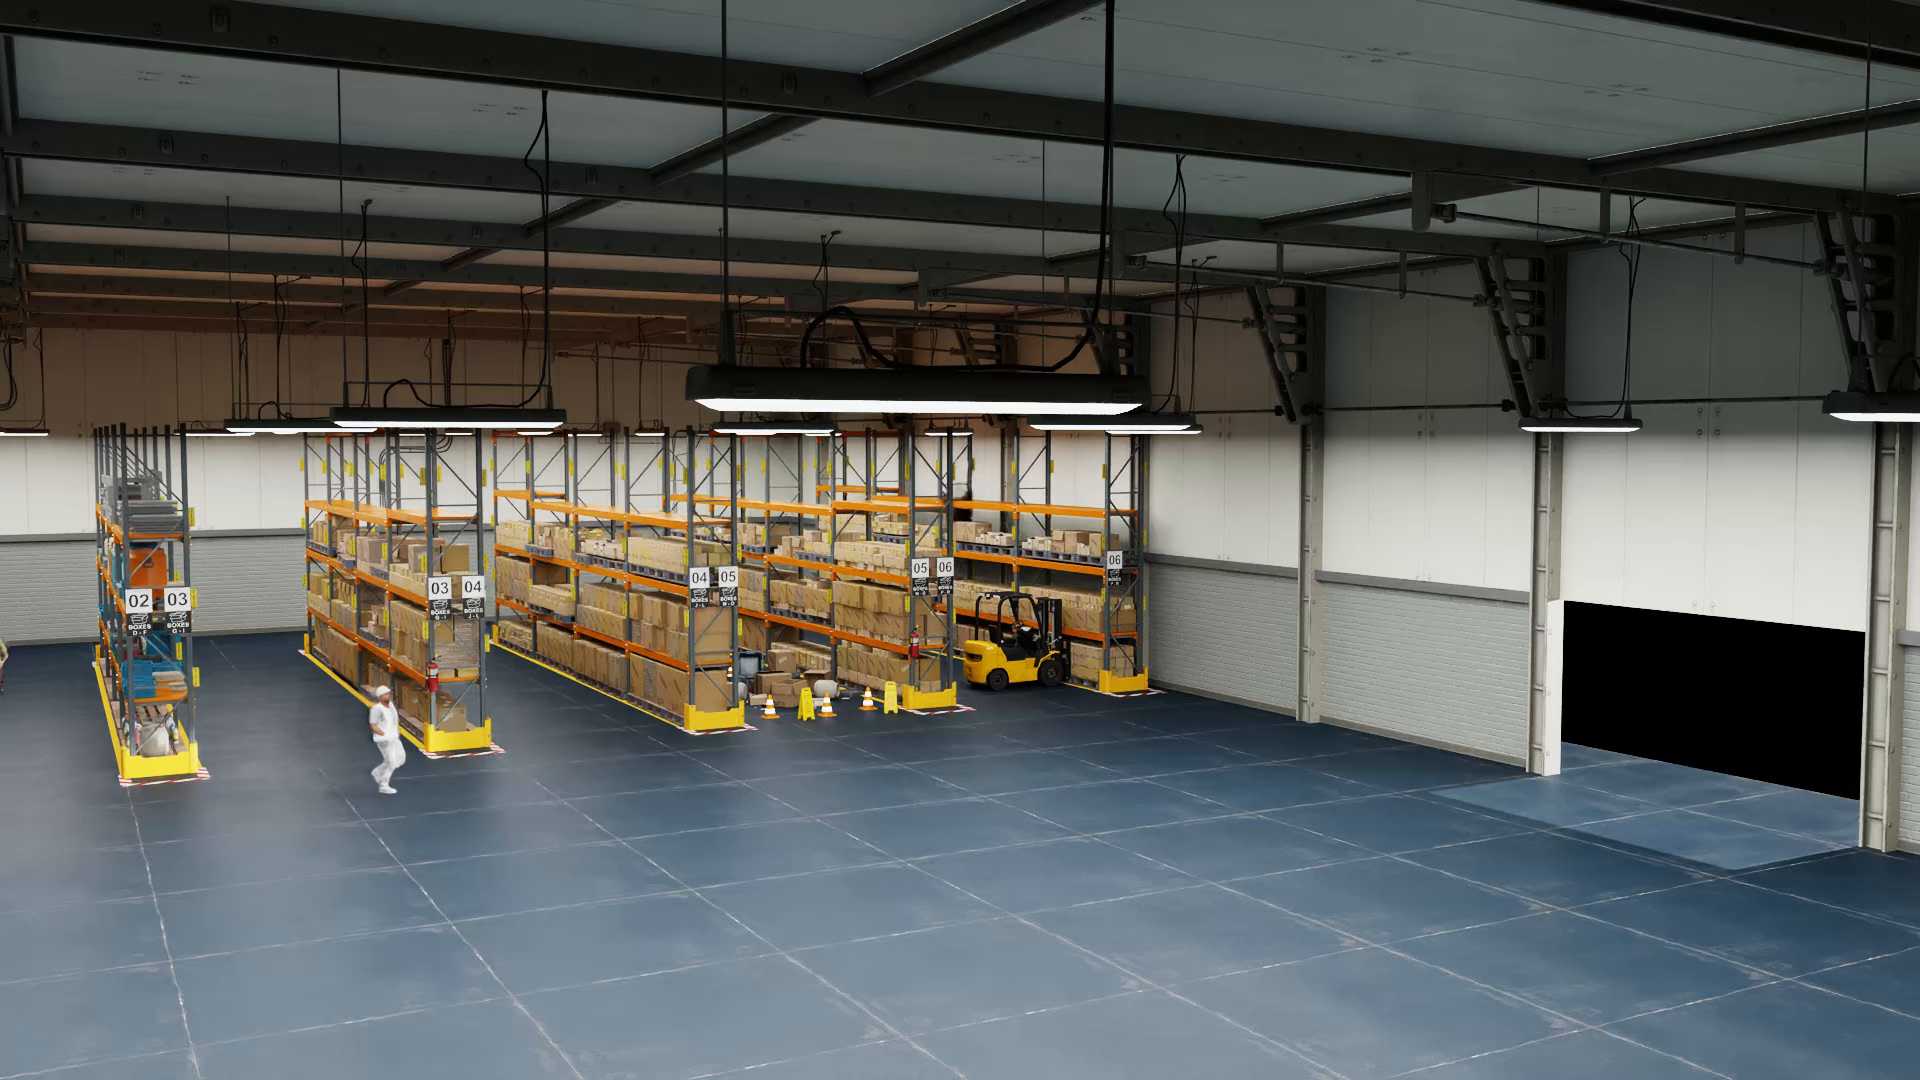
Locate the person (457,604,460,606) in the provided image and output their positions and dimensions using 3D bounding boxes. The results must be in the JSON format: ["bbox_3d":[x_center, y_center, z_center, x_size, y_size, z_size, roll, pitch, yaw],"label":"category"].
[{"bbox_3d":[-14.410,2.089,46.910,0.734,1.645,0.749,3,5,40],"label":"person"}]

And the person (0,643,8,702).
[{"bbox_3d":[-20.659,2.757,35.516,0.593,1.653,0.705,-2,4,-31],"label":"person"}]

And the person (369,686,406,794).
[{"bbox_3d":[-9.294,3.225,26.926,0.545,1.742,0.683,0,3,6],"label":"person"}]
